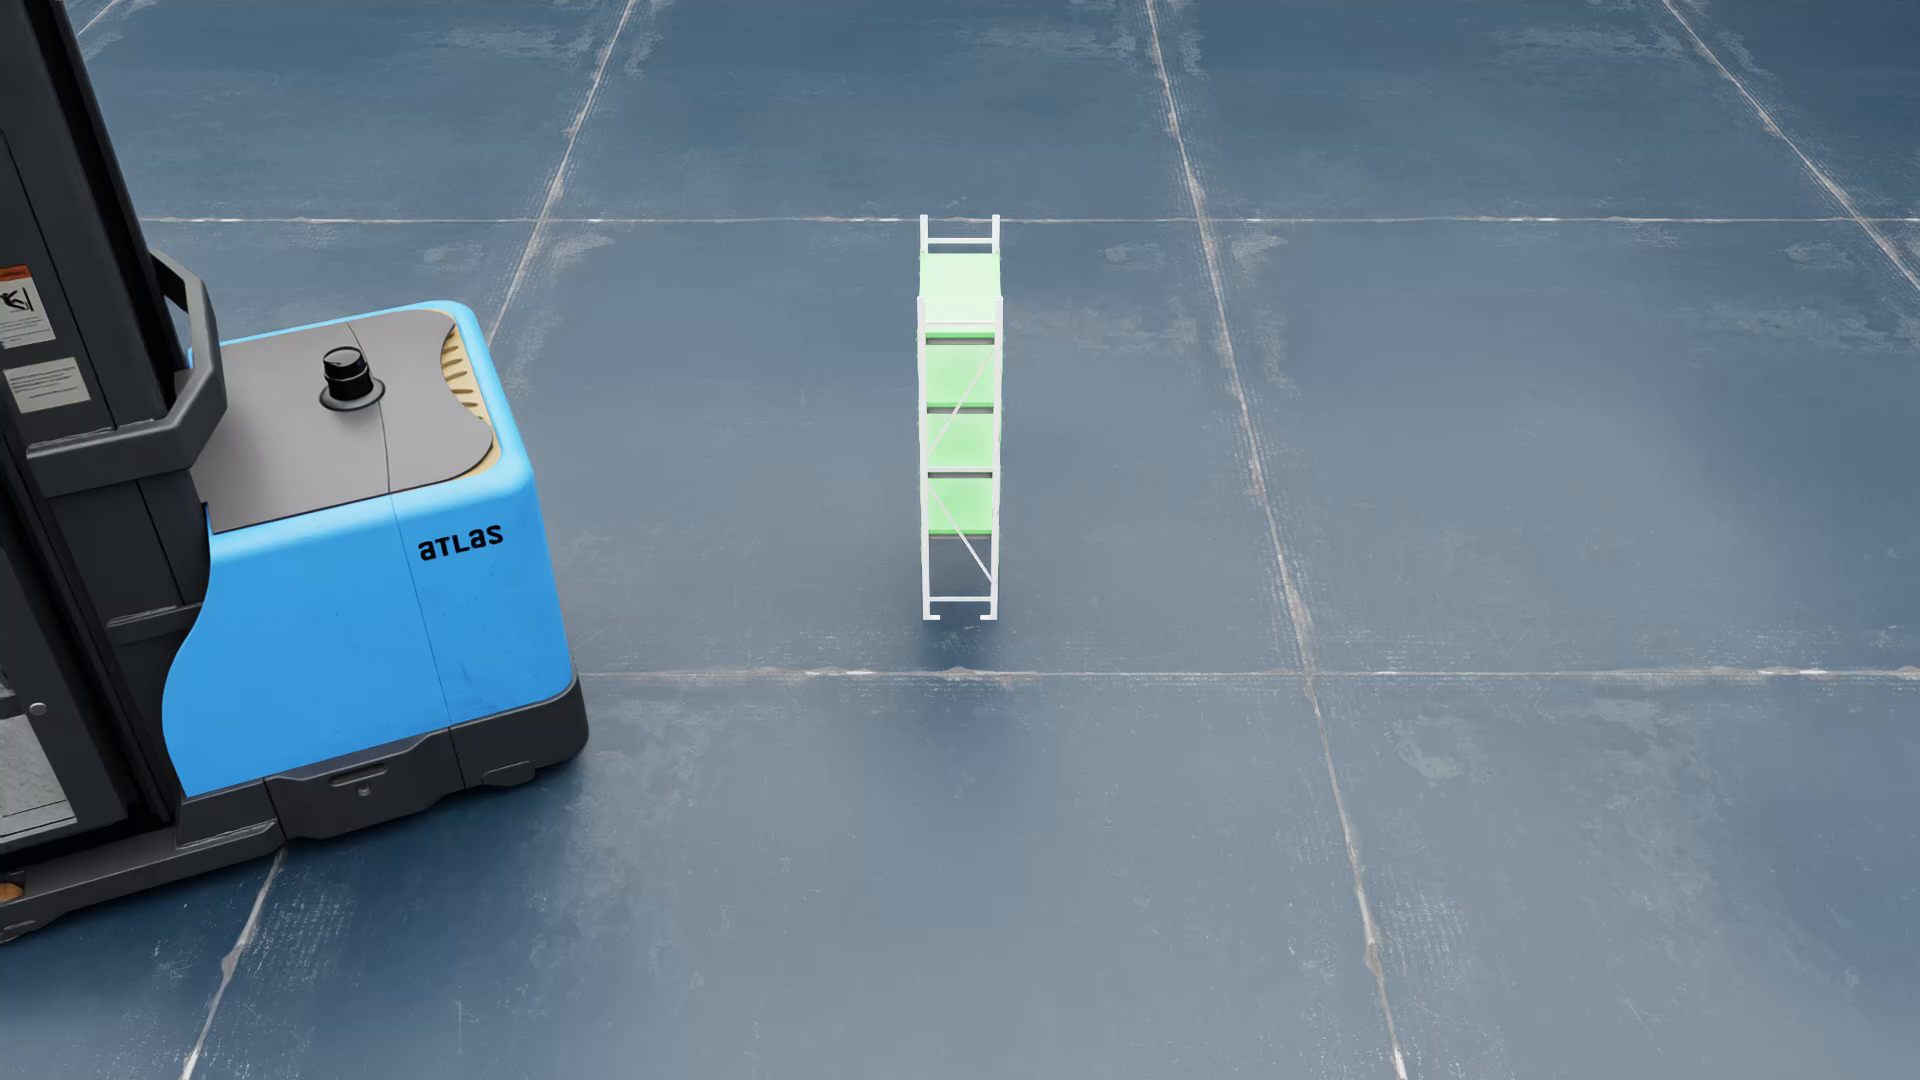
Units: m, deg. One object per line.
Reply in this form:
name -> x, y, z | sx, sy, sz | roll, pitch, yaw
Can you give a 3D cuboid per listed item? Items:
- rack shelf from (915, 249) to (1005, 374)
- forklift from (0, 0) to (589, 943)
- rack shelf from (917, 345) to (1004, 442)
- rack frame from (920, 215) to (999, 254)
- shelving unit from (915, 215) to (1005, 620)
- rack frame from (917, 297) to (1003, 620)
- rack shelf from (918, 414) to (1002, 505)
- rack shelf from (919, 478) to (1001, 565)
rack shelf -> 0.000, -0.689, 4.985 | 0.258, 0.148, 0.480 | 0, 39, 0
forklift -> -2.662, -0.403, 3.909 | 3.031, 2.935, 1.130 | -15, 41, -18
rack shelf -> 0.000, -0.502, 5.135 | 0.258, 0.148, 0.480 | 0, 39, 0
rack frame -> 0.000, -0.517, 5.436 | 0.240, 1.200, 0.015 | 0, 39, 0
shelving unit -> 0.000, -0.365, 5.246 | 0.258, 1.200, 0.503 | 0, 39, 0
rack frame -> 0.000, -0.212, 5.055 | 0.240, 1.200, 0.015 | 0, 39, 0
rack shelf -> 0.000, -0.315, 5.286 | 0.258, 0.148, 0.480 | 0, 39, 0
rack shelf -> 0.000, -0.128, 5.436 | 0.258, 0.148, 0.480 | 0, 39, 0
